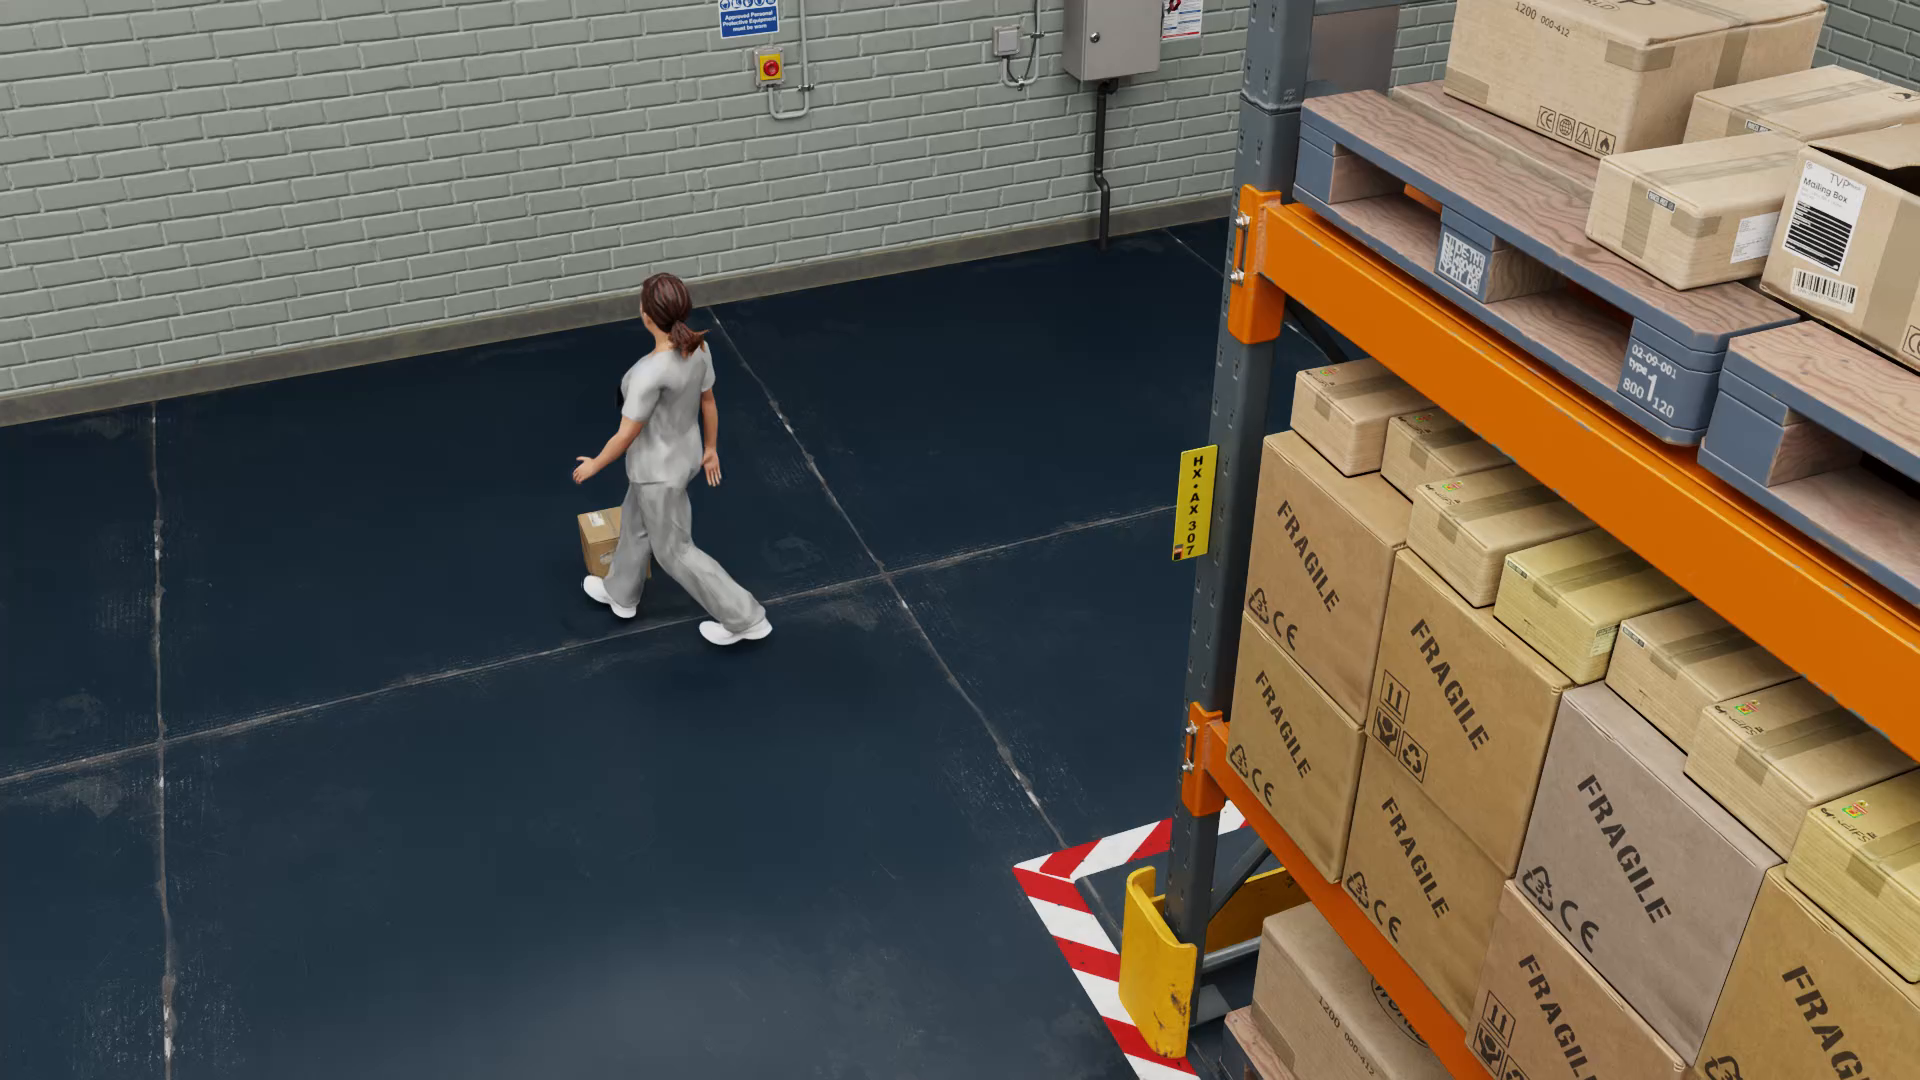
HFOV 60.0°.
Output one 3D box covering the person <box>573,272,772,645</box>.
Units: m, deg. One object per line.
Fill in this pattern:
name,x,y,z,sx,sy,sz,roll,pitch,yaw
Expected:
person,-1.224,-0.306,6.615,0.944,1.621,0.487,12,35,17
